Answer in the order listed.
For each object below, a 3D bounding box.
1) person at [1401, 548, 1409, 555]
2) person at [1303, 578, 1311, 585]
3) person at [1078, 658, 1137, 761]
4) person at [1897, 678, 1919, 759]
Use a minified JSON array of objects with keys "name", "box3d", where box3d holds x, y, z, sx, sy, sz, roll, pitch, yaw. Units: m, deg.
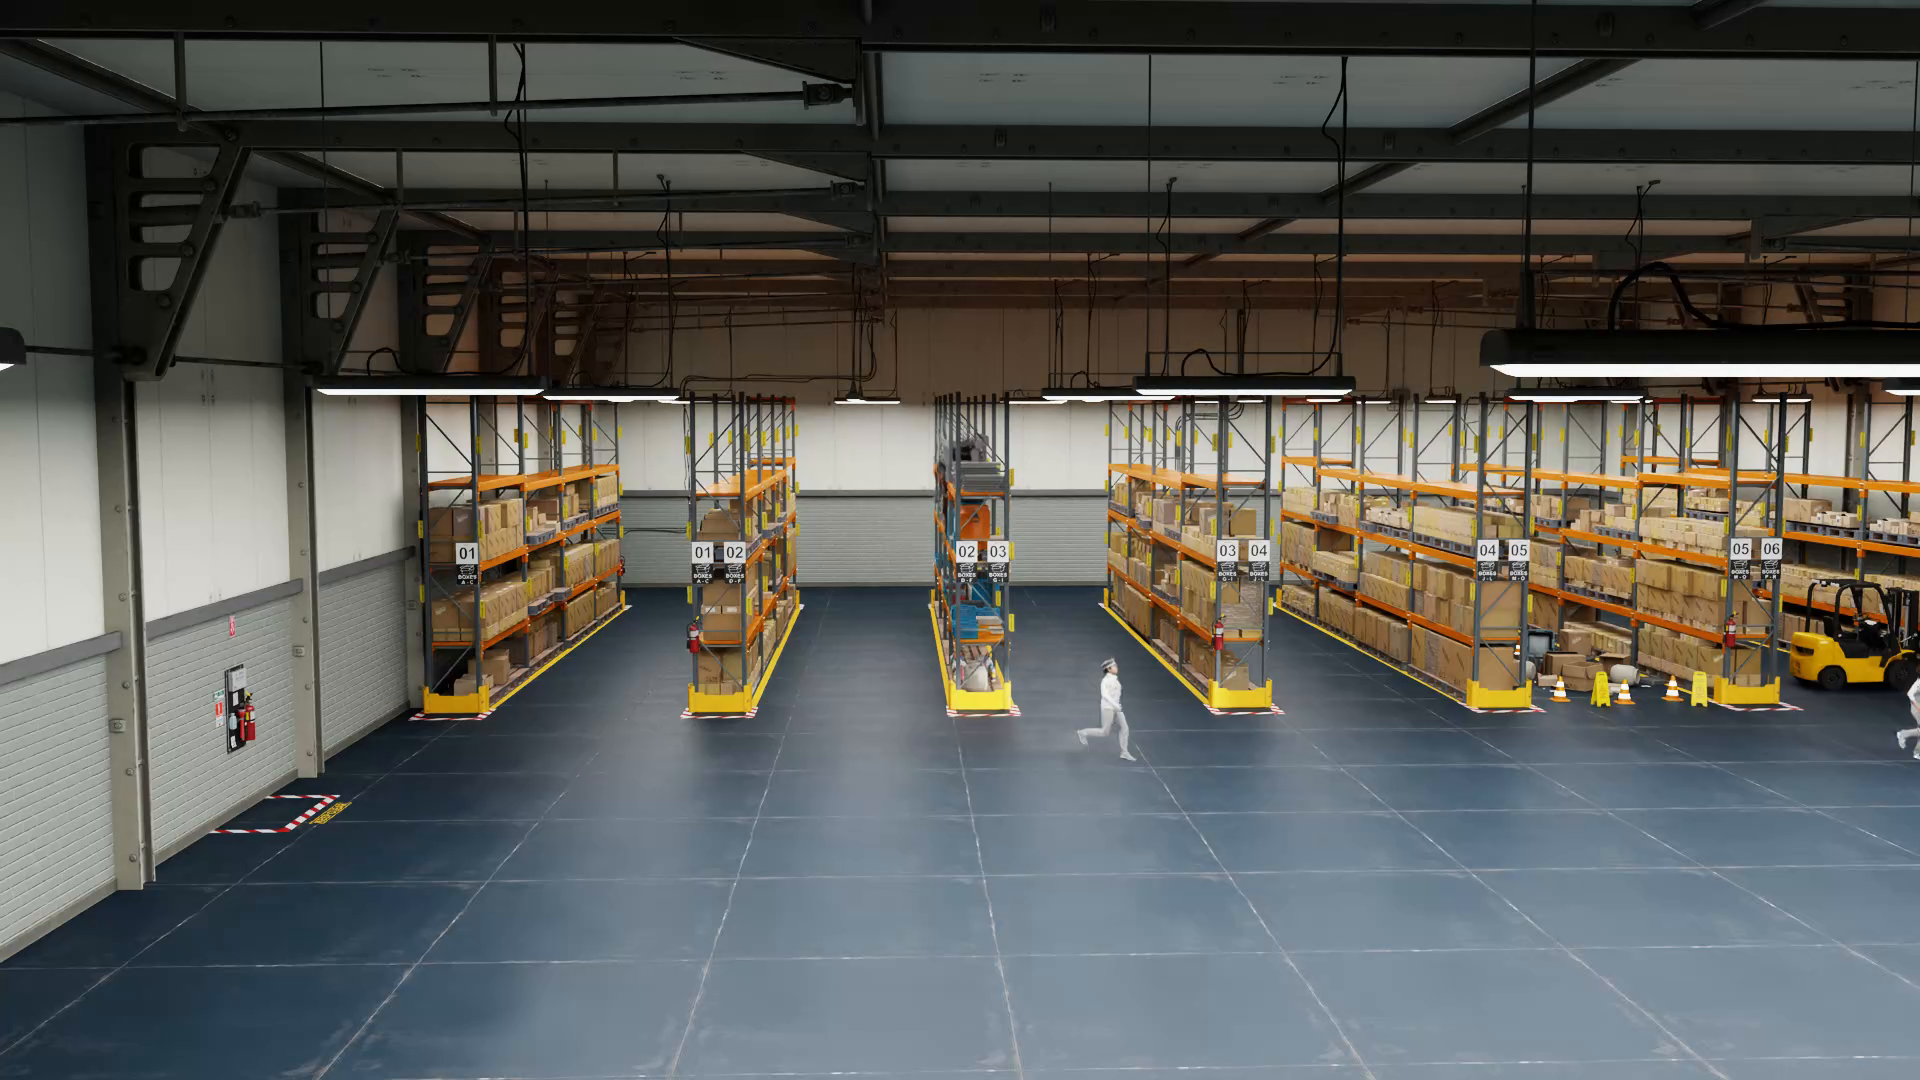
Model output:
[{"name":"person","box3d":[13.005,0.939,49.241,0.750,1.730,0.685,-1,5,-10]},{"name":"person","box3d":[10.449,0.977,49.051,0.509,1.668,0.887,4,6,42]},{"name":"person","box3d":[2.407,2.749,27.045,0.976,1.688,0.597,2,5,23]},{"name":"person","box3d":[15.615,2.798,27.057,0.558,1.551,0.497,-3,6,-36]}]
